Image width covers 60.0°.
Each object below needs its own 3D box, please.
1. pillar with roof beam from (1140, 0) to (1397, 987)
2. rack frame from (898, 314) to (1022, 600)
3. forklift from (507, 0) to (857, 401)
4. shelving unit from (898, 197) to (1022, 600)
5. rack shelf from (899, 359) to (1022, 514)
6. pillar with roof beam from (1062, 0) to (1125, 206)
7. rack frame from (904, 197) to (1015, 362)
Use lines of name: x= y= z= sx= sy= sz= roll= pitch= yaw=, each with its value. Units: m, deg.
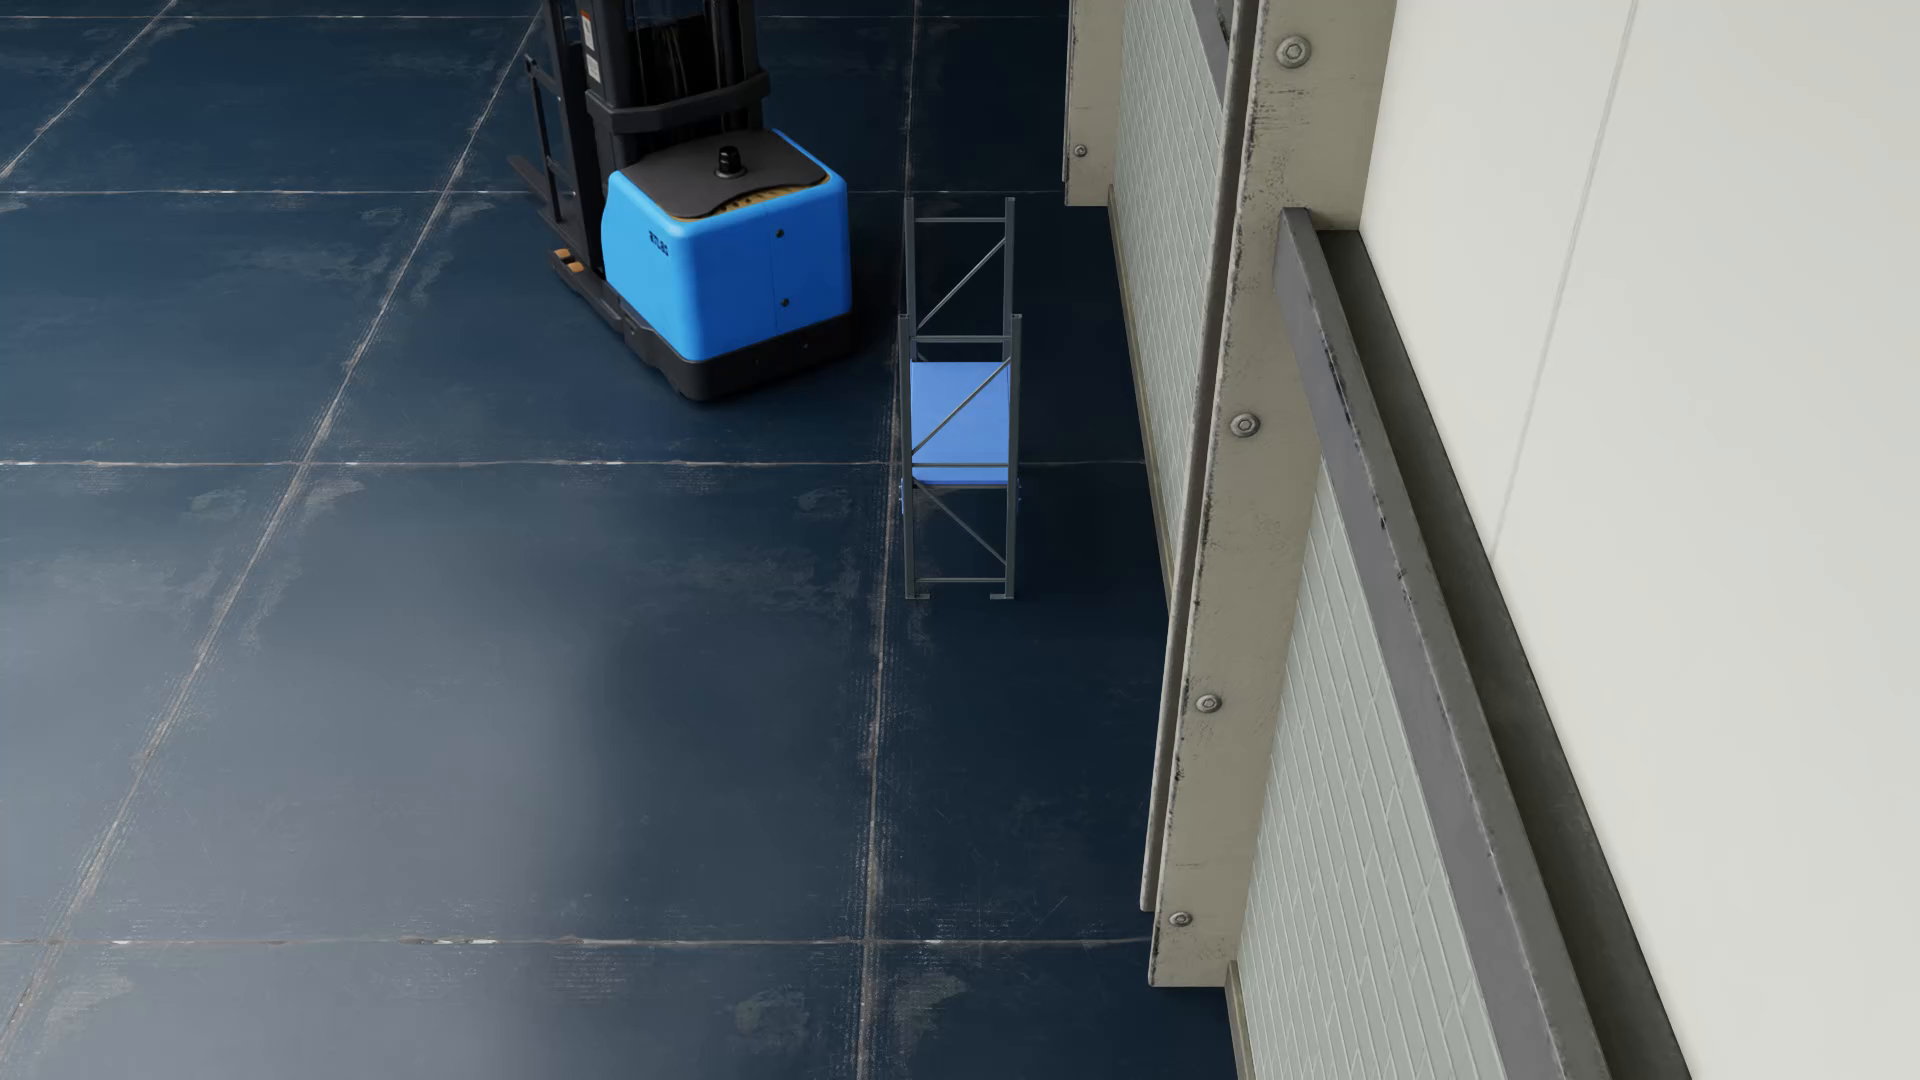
pillar with roof beam: x=-3.469 y=-2.025 z=3.327 sx=9.100 sy=9.000 sz=0.400 roll=0 pitch=39 yaw=0
rack frame: x=0.000 y=-0.321 z=7.196 sx=0.500 sy=1.500 sz=0.032 roll=0 pitch=39 yaw=0
forklift: x=-1.804 y=-2.769 z=9.107 sx=1.130 sy=2.935 sz=3.031 roll=-23 pitch=44 yaw=-26
shelving unit: x=0.000 y=-0.639 z=7.593 sx=0.538 sy=1.500 sz=1.048 roll=0 pitch=39 yaw=0
rack shelf: x=0.000 y=-0.498 z=7.706 sx=0.538 sy=0.185 sz=1.000 roll=0 pitch=39 yaw=0
pillar with roof beam: x=-3.476 y=-5.777 z=8.009 sx=9.100 sy=9.000 sz=0.400 roll=0 pitch=39 yaw=0
rack frame: x=-0.001 y=-0.956 z=7.990 sx=0.500 sy=1.500 sz=0.032 roll=0 pitch=39 yaw=0
